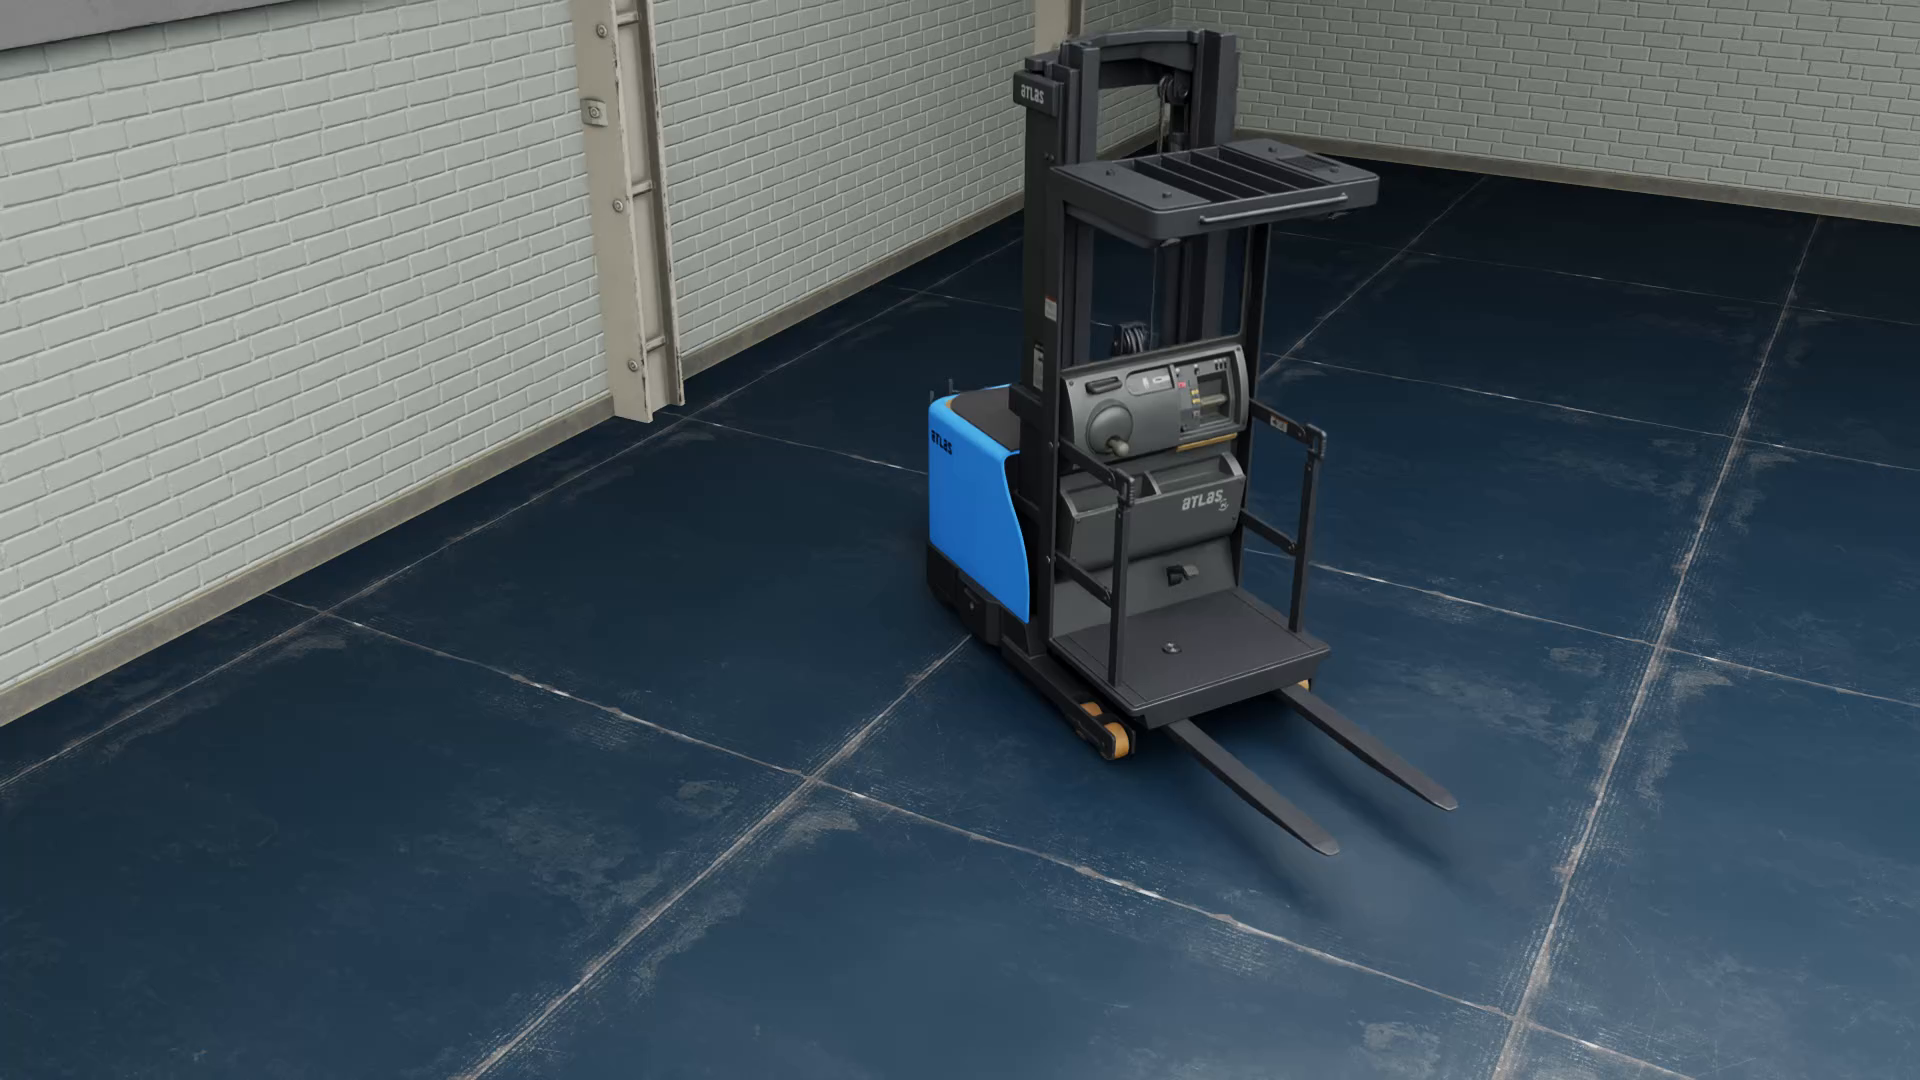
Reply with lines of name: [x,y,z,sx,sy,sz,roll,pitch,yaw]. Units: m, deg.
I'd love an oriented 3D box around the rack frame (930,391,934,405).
rack frame: [-0.054,-0.360,8.963,0.240,0.900,0.006,14,30,26]

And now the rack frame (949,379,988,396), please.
rack frame: [0.046,-0.439,9.121,0.240,0.900,0.006,14,30,26]

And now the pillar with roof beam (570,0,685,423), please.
pillar with roof beam: [1.691,-3.943,7.075,9.100,9.000,0.400,14,30,26]

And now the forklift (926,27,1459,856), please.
forklift: [0.975,-0.573,7.121,1.130,2.935,3.031,-14,30,-25]

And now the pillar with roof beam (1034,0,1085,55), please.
pillar with roof beam: [4.642,-6.282,11.746,9.100,9.000,0.400,14,30,26]

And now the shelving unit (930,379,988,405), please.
shelving unit: [-0.004,-0.399,9.042,0.258,0.900,0.210,14,30,26]
